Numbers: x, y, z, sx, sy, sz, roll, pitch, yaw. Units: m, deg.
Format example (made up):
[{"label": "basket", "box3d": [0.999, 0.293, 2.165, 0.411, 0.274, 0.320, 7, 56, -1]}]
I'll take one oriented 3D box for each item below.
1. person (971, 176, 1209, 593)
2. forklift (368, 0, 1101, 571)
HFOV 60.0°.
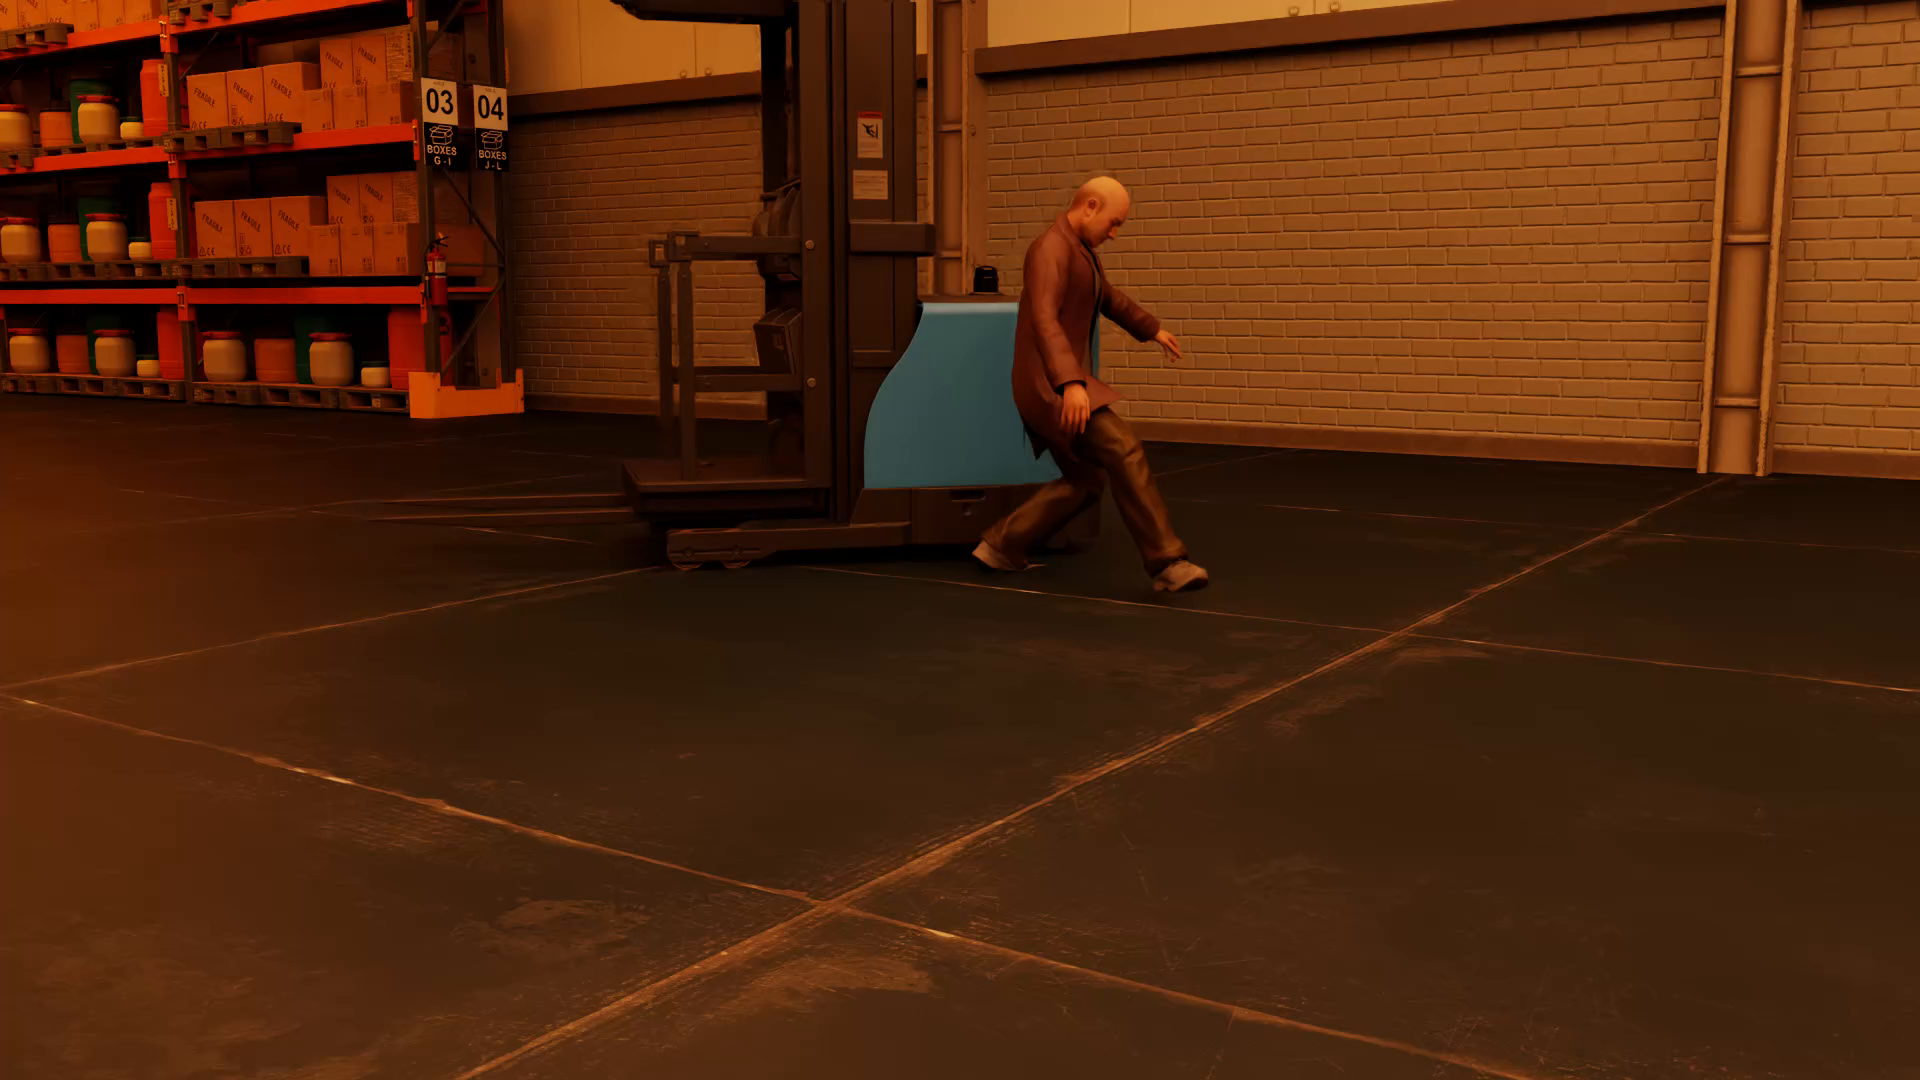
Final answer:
[{"label": "person", "box3d": [0.528, -0.565, 6.422, 1.049, 1.614, 1.195, 2, 8, 16]}, {"label": "forklift", "box3d": [-0.964, -1.409, 7.104, 3.031, 2.935, 1.130, -2, 8, -15]}]
